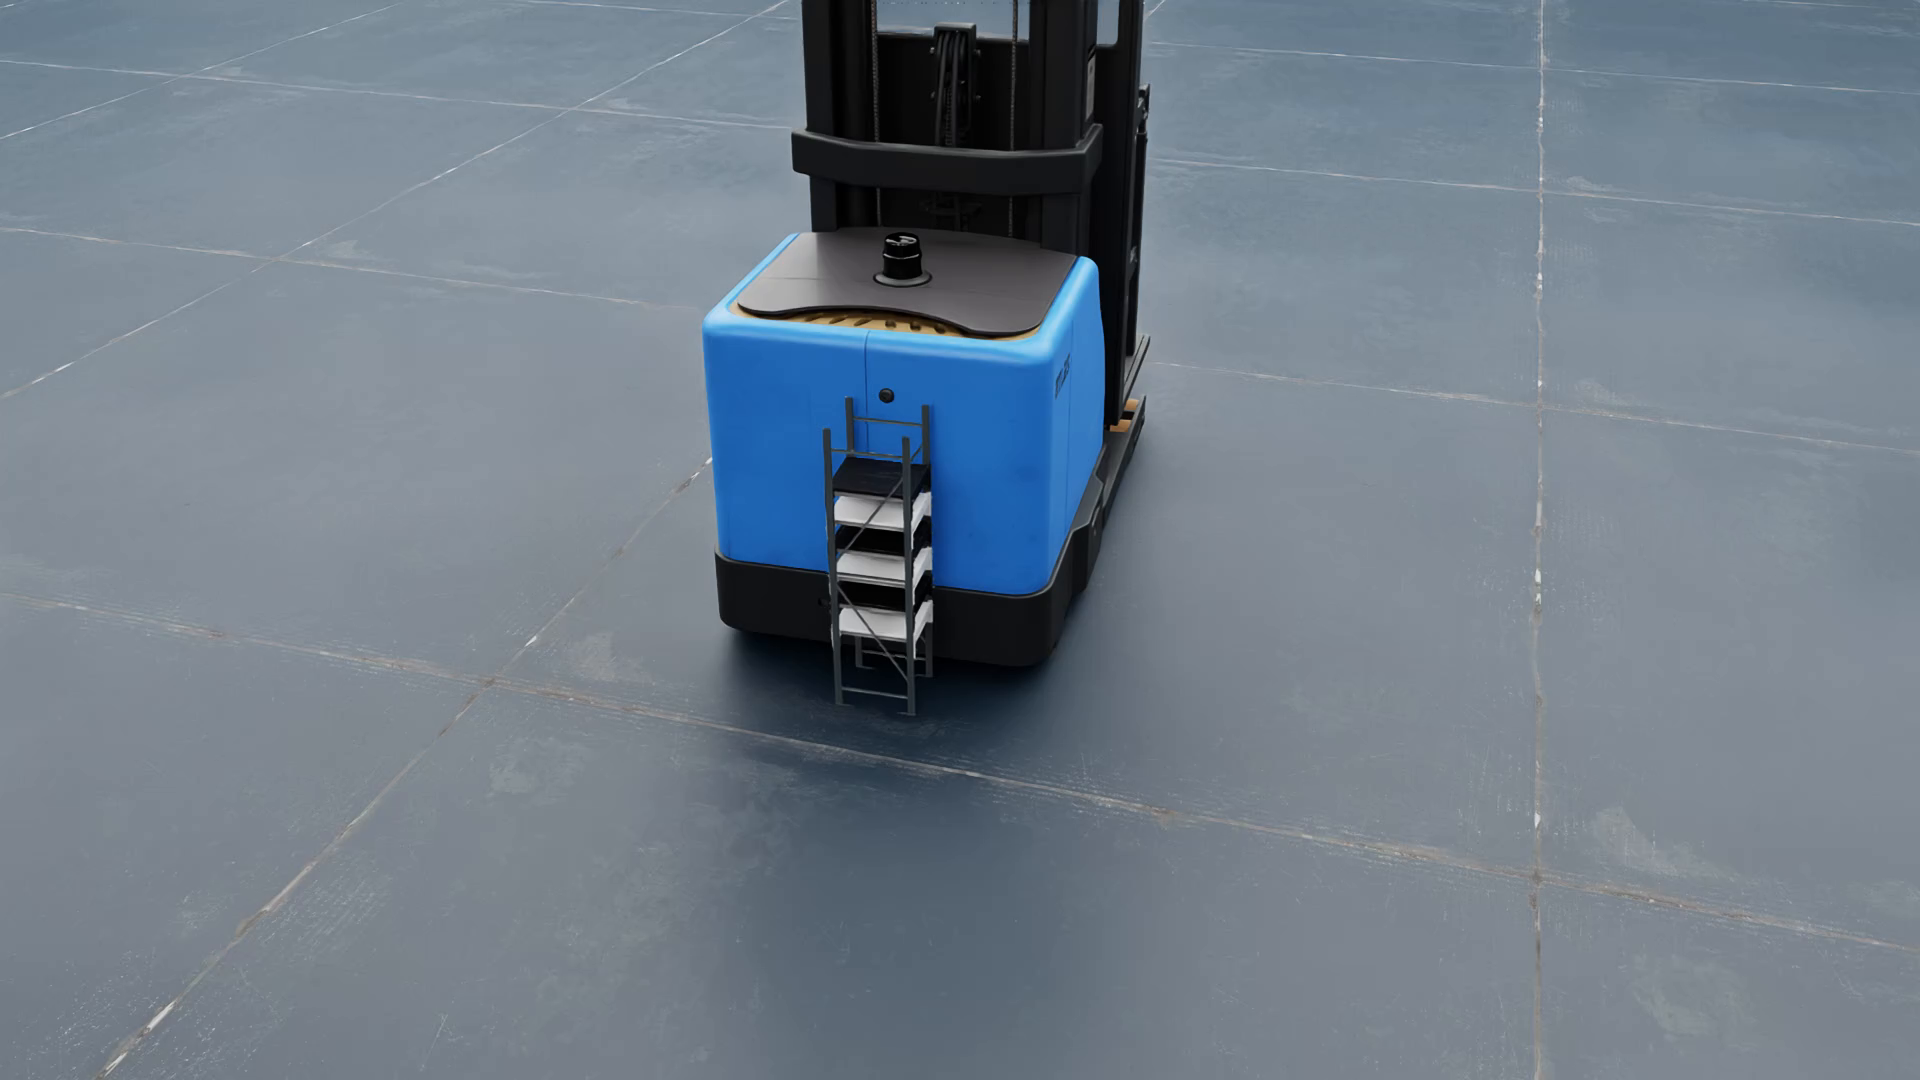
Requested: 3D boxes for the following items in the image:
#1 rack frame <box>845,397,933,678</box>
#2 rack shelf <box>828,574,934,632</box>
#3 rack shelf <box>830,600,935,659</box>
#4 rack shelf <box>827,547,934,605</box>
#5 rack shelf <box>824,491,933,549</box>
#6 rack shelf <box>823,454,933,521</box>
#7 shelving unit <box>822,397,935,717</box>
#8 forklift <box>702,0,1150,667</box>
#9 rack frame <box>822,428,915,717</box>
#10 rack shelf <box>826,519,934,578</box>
[{"bbox_3d":[-0.200,0.009,4.804,0.240,0.900,0.006,7,30,12],"label":"rack frame"},{"bbox_3d":[-0.224,0.165,4.779,0.258,0.077,0.200,7,30,12],"label":"rack shelf"},{"bbox_3d":[-0.223,0.243,4.824,0.258,0.077,0.200,7,30,12],"label":"rack shelf"},{"bbox_3d":[-0.224,0.087,4.735,0.258,0.077,0.200,7,30,12],"label":"rack shelf"},{"bbox_3d":[-0.224,-0.070,4.645,0.258,0.077,0.200,7,30,12],"label":"rack shelf"},{"bbox_3d":[-0.225,-0.148,4.601,0.258,0.077,0.200,7,30,12],"label":"rack shelf"},{"bbox_3d":[-0.224,0.058,4.718,0.258,0.900,0.210,7,30,12],"label":"shelving unit"},{"bbox_3d":[0.099,-1.606,5.623,1.130,2.935,3.031,7,30,12],"label":"forklift"},{"bbox_3d":[-0.248,0.107,4.632,0.240,0.900,0.006,7,30,12],"label":"rack frame"},{"bbox_3d":[-0.224,0.008,4.690,0.258,0.077,0.200,7,30,12],"label":"rack shelf"}]
